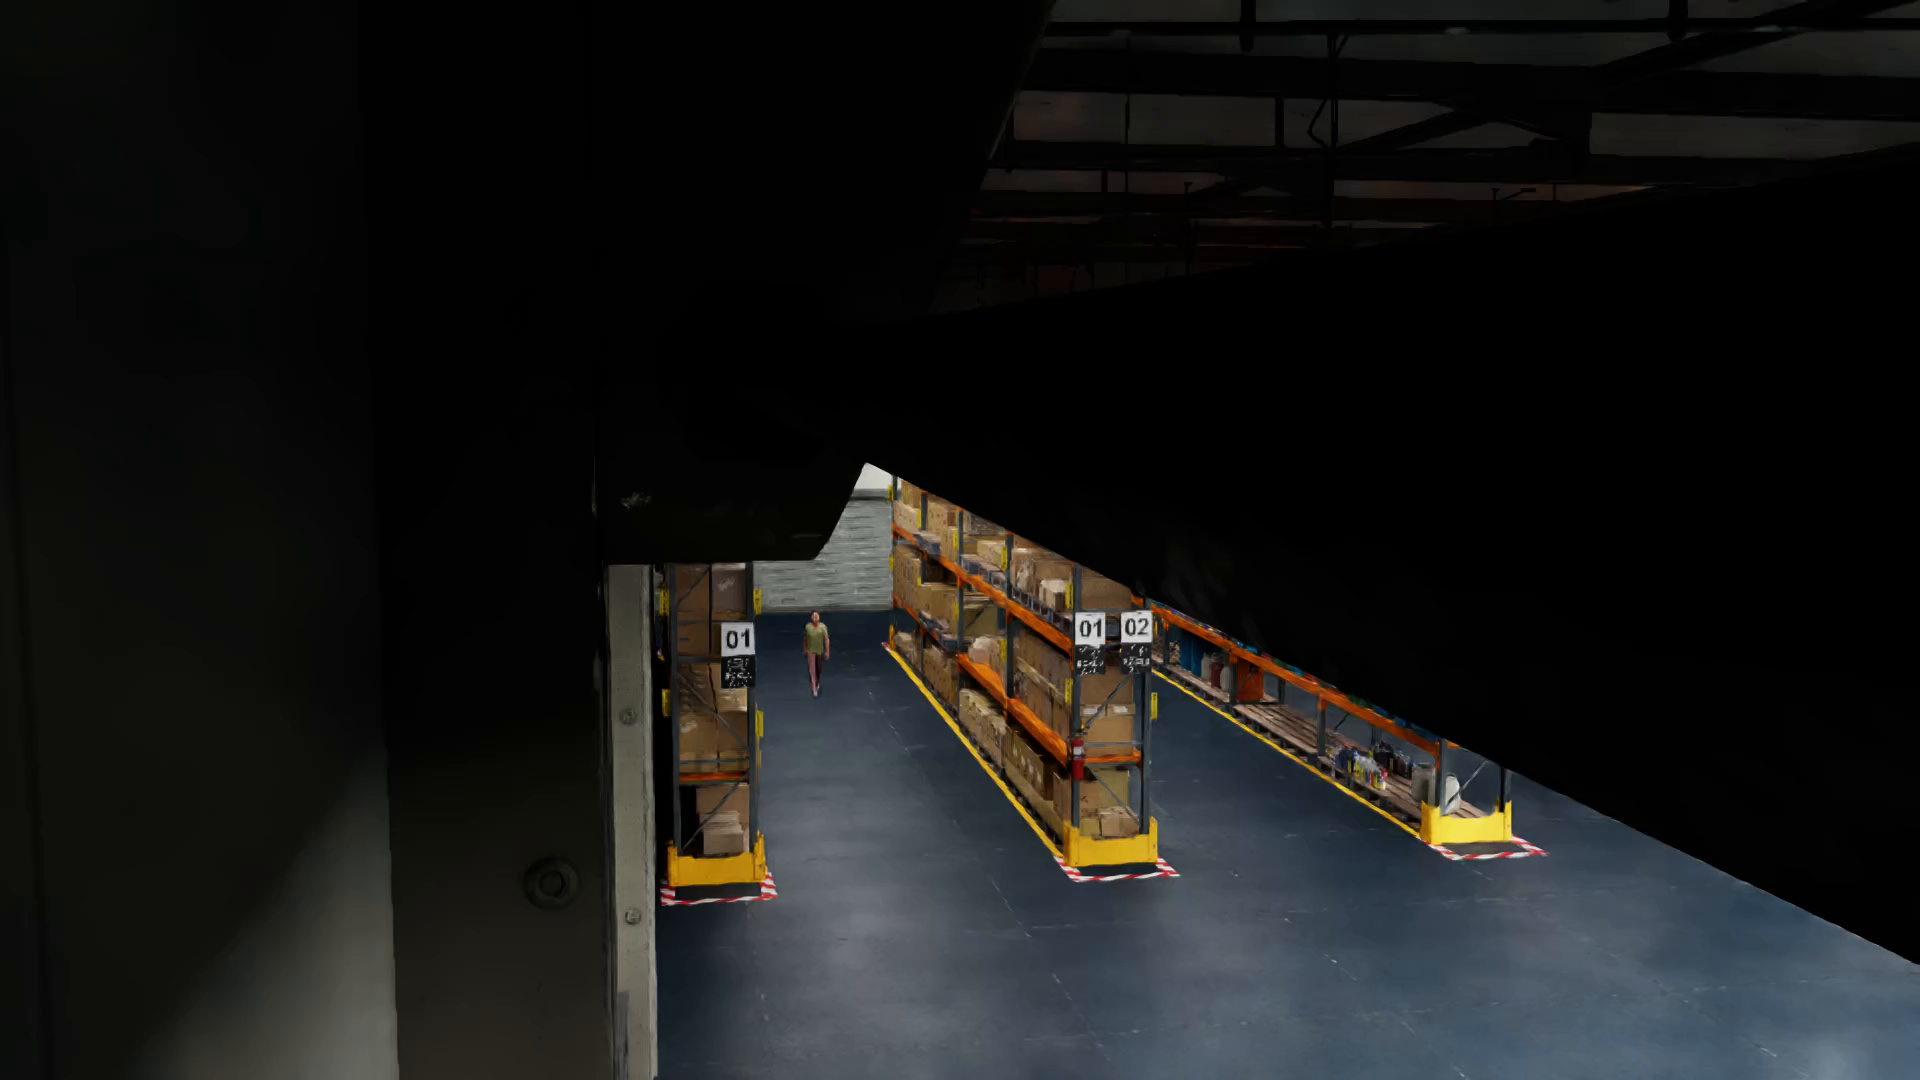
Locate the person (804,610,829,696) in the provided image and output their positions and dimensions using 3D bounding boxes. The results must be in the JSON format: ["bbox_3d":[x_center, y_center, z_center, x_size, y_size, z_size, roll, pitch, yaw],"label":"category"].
[{"bbox_3d":[-2.718,2.123,31.555,0.458,1.598,1.019,-1,6,-11],"label":"person"}]
